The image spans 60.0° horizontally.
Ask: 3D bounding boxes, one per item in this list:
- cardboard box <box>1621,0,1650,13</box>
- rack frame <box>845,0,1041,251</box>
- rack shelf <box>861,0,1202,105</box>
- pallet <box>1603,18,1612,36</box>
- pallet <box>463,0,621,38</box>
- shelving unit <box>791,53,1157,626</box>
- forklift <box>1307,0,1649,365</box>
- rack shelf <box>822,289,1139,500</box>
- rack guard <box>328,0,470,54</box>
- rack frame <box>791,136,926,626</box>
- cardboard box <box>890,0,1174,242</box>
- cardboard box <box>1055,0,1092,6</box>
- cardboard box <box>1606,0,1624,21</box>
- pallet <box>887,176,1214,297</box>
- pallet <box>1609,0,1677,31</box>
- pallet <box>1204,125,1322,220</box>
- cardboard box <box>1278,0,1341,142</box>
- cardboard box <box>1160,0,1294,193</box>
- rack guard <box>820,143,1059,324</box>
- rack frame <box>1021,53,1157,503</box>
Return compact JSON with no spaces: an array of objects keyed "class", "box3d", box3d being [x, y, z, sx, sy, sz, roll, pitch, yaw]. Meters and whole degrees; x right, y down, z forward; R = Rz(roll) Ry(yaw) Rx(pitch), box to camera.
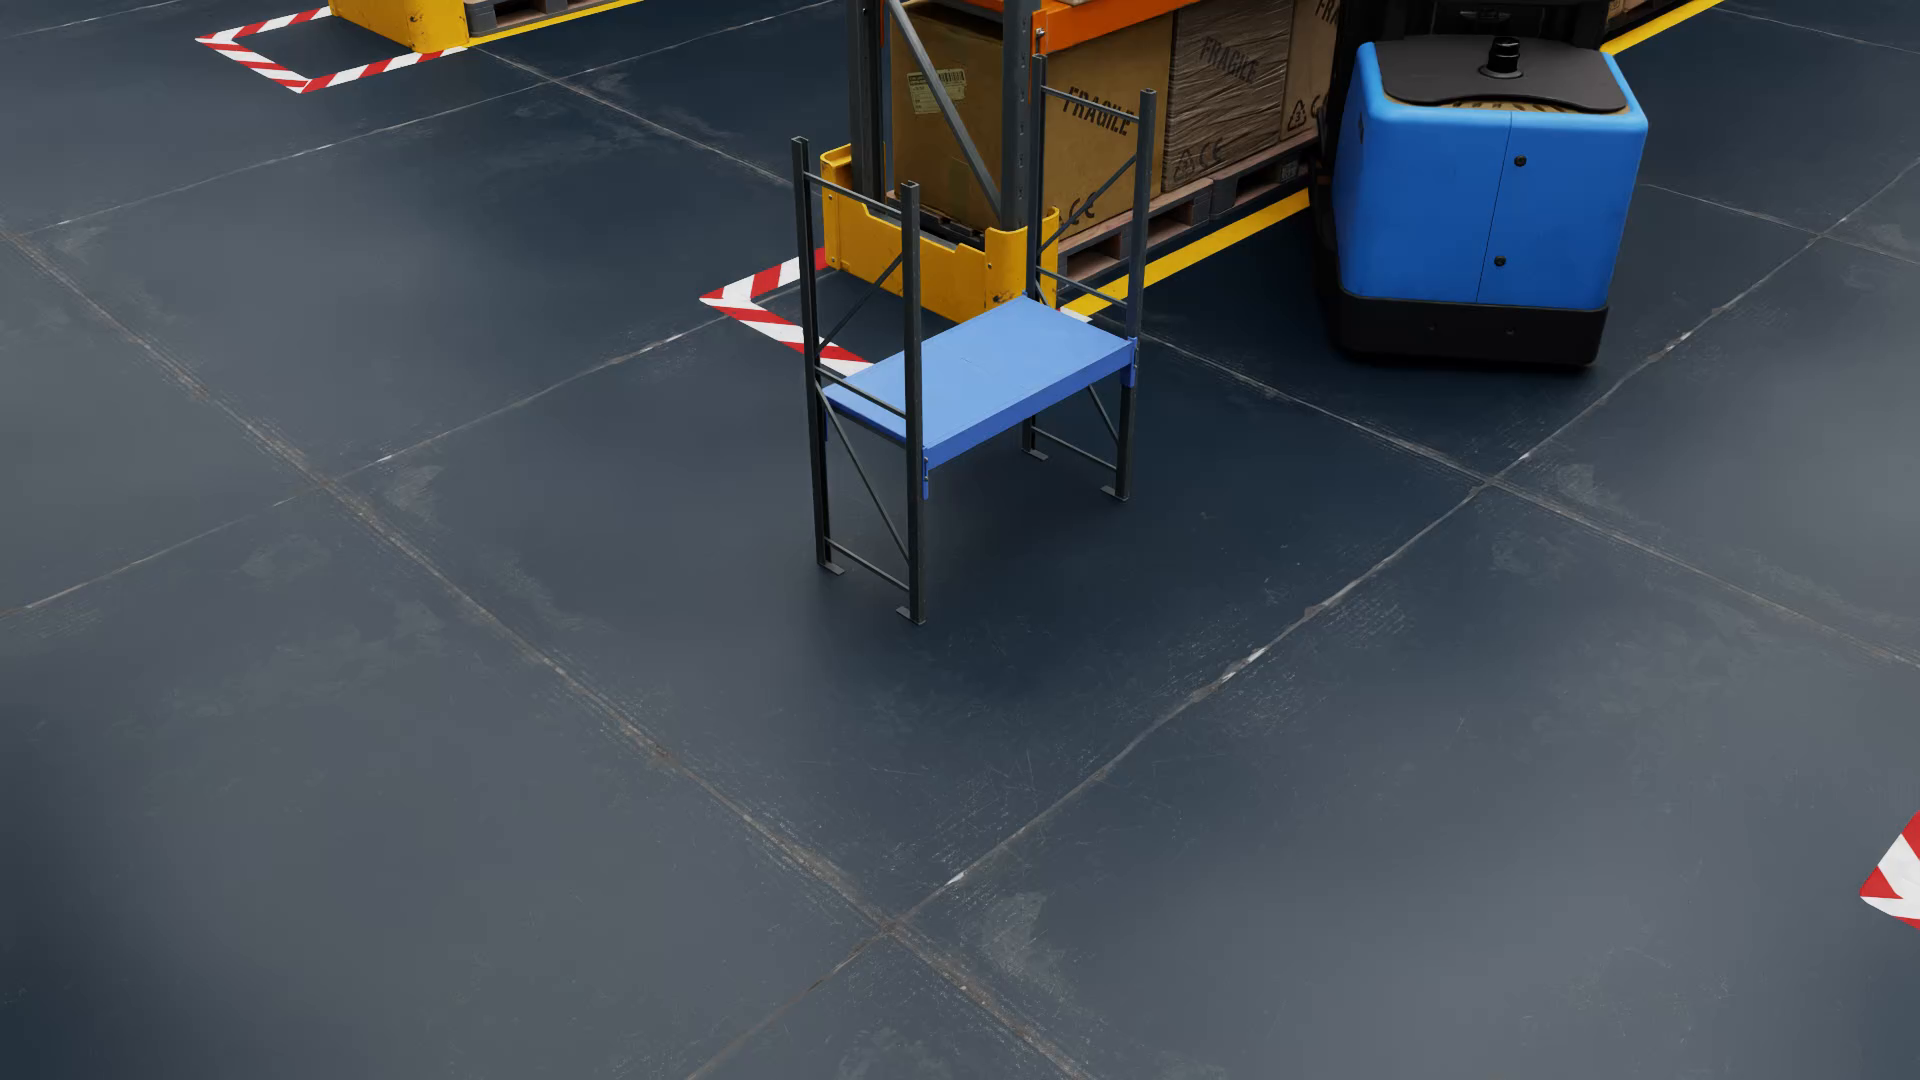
[{"class":"cardboard box","box3d":[3.798,-3.898,10.207,1.225,0.875,0.875,28,44,34]},{"class":"rack frame","box3d":[-0.086,-2.343,6.487,1.000,3.000,0.127,30,45,35]},{"class":"rack shelf","box3d":[1.323,-2.859,7.857,1.077,0.370,4.000,30,45,35]},{"class":"pallet","box3d":[3.223,-3.166,10.105,1.003,0.211,1.213,30,45,35]},{"class":"pallet","box3d":[-2.883,-3.585,10.706,1.003,0.211,1.213,30,45,35]},{"class":"shelving unit","box3d":[0.060,-0.650,5.371,0.538,1.500,1.048,30,45,35]},{"class":"forklift","box3d":[2.232,-2.728,7.100,1.130,2.935,3.031,4,35,6]},{"class":"rack shelf","box3d":[0.060,-0.502,5.474,0.538,0.185,1.000,30,45,35]},{"class":"rack guard","box3d":[-3.481,-3.388,10.171,1.175,0.500,0.348,30,45,35]},{"class":"rack frame","box3d":[-0.298,-0.443,5.075,0.500,1.500,0.032,30,45,35]},{"class":"cardboard box","box3d":[0.308,-1.935,7.393,0.875,0.875,0.875,30,45,35]},{"class":"cardboard box","box3d":[0.399,-2.251,6.574,0.250,0.149,0.380,-29,44,-35]},{"class":"cardboard box","box3d":[3.169,-3.535,9.687,1.225,0.875,0.875,30,45,35]},{"class":"pallet","box3d":[0.422,-1.555,7.795,1.003,0.211,1.213,30,45,35]},{"class":"pallet","box3d":[4.082,-3.664,10.819,1.003,0.211,1.213,30,45,35]},{"class":"pallet","box3d":[1.282,-2.048,8.502,1.003,0.211,1.213,30,45,35]},{"class":"cardboard box","box3d":[1.577,-2.666,8.441,0.875,0.875,0.875,30,45,35]},{"class":"cardboard box","box3d":[0.950,-2.305,7.923,0.875,0.875,0.875,30,45,35]},{"class":"rack guard","box3d":[-0.103,-1.307,7.188,1.175,0.500,0.348,30,45,35]},{"class":"rack frame","box3d":[0.418,-0.856,5.667,0.500,1.500,0.032,30,45,35]}]
